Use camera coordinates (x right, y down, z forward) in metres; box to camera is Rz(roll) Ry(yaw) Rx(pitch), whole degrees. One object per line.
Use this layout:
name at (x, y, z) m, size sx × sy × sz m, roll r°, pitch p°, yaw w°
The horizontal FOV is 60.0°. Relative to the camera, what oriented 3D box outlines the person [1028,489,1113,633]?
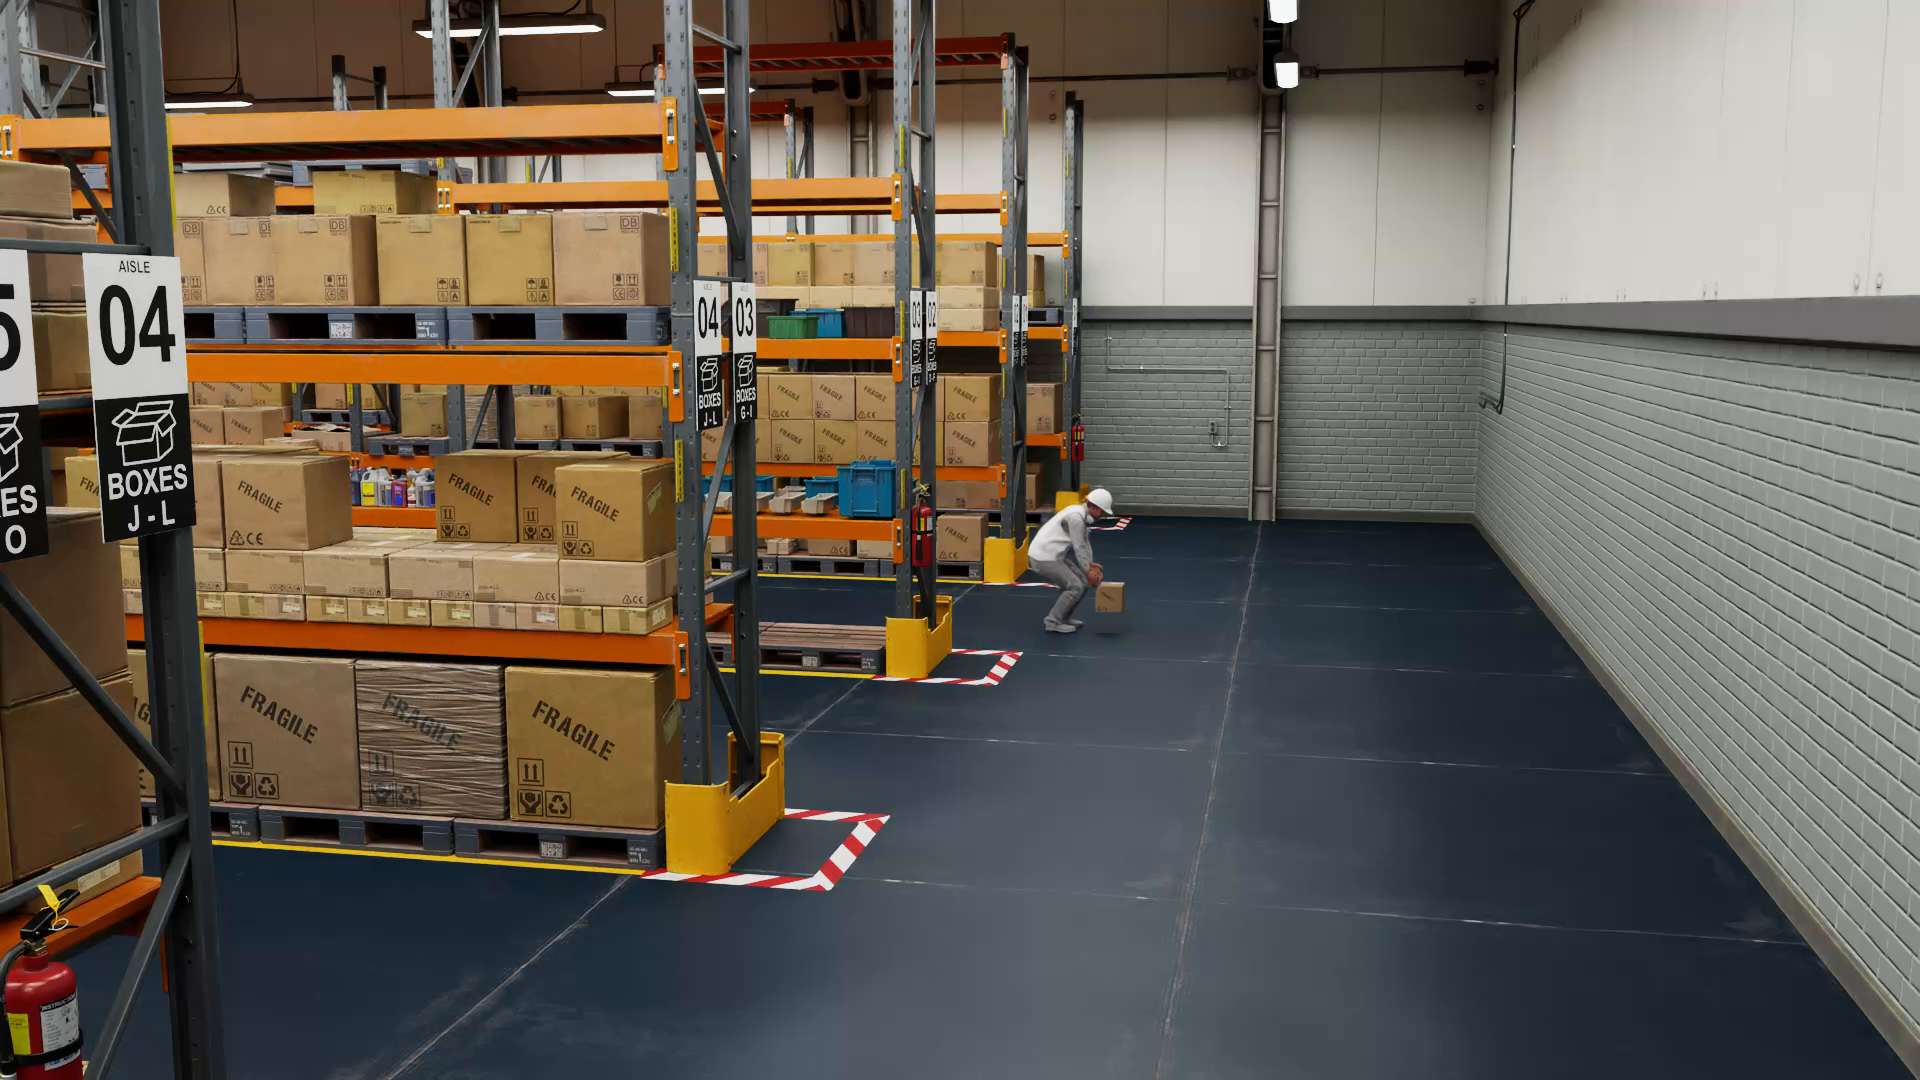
person at (1.058, 0.181, 15.919) m, size 0.797 × 1.363 × 0.590 m, roll 2°, pitch 8°, yaw 11°
